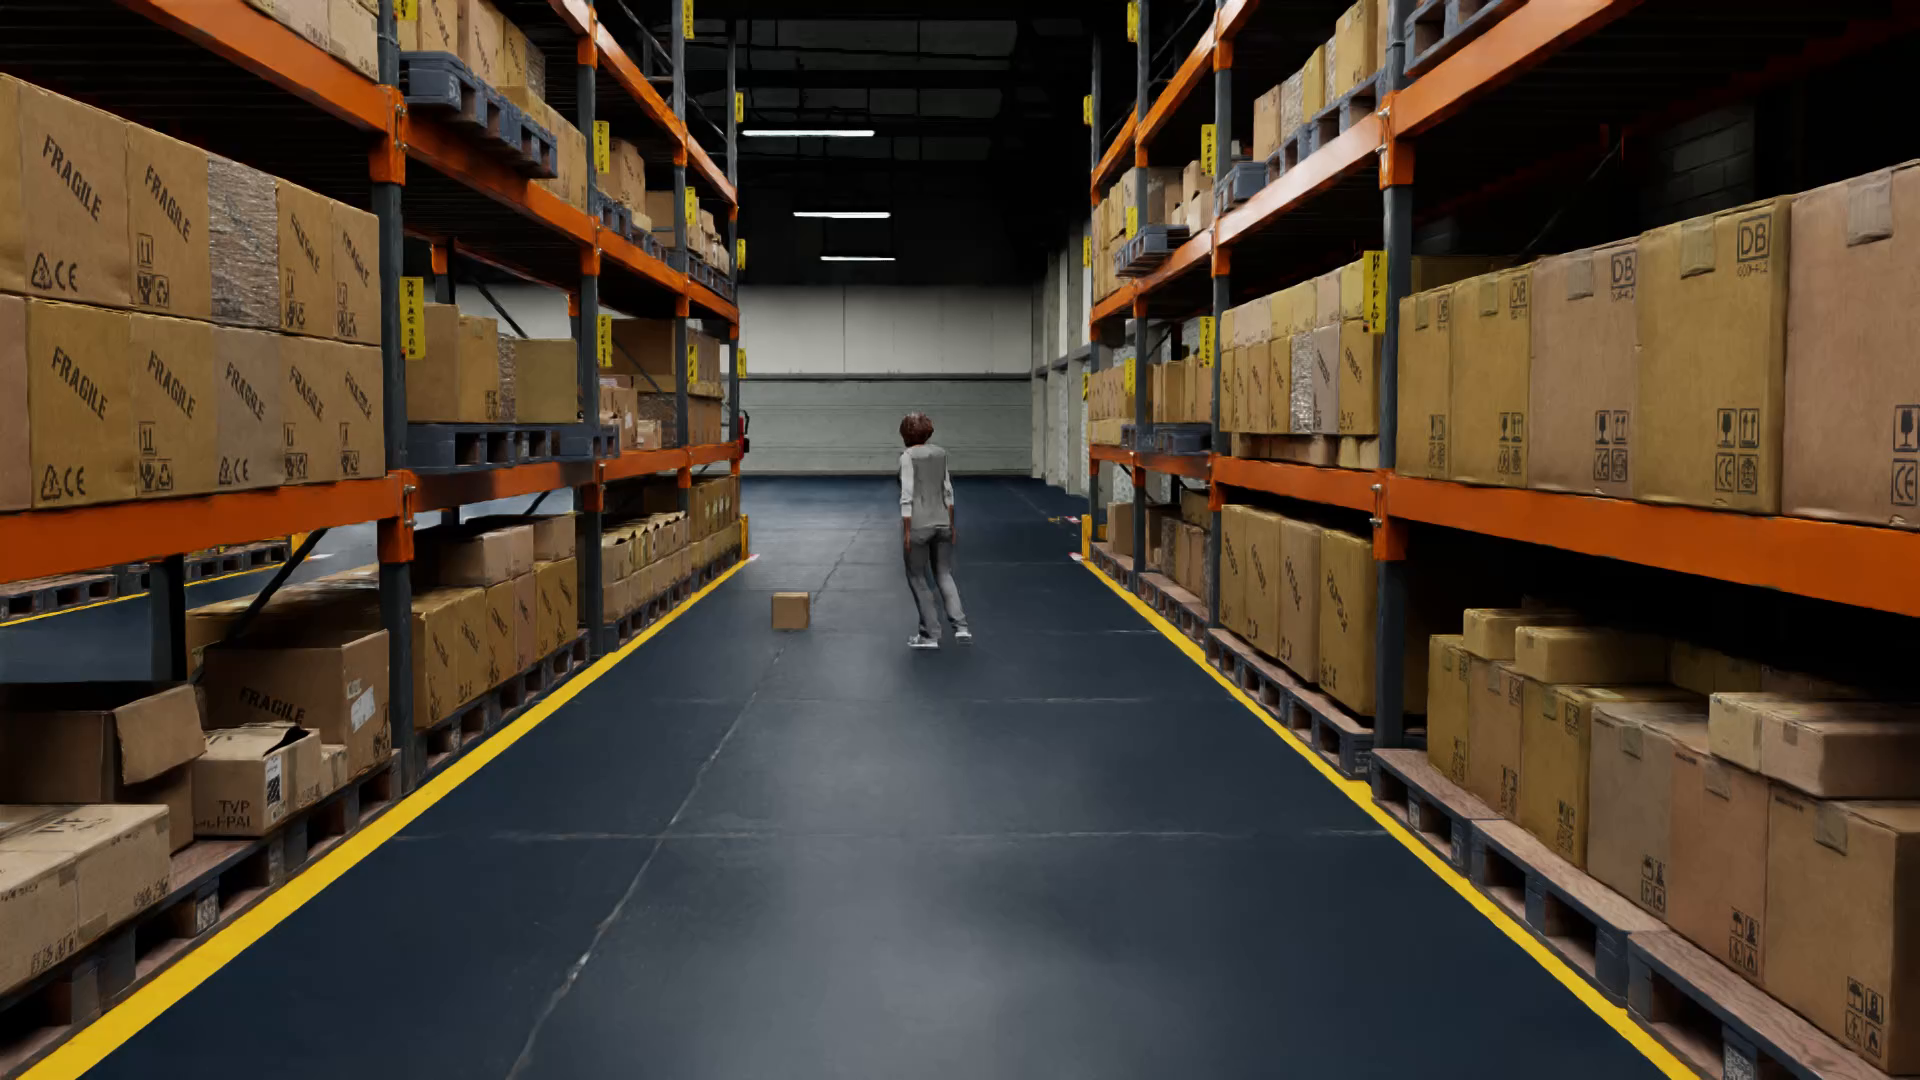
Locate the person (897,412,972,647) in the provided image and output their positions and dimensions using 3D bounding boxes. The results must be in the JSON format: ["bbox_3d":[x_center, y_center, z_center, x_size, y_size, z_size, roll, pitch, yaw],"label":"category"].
[{"bbox_3d":[-0.174,-0.060,11.108,0.471,1.587,0.499,-3,5,-37],"label":"person"}]
